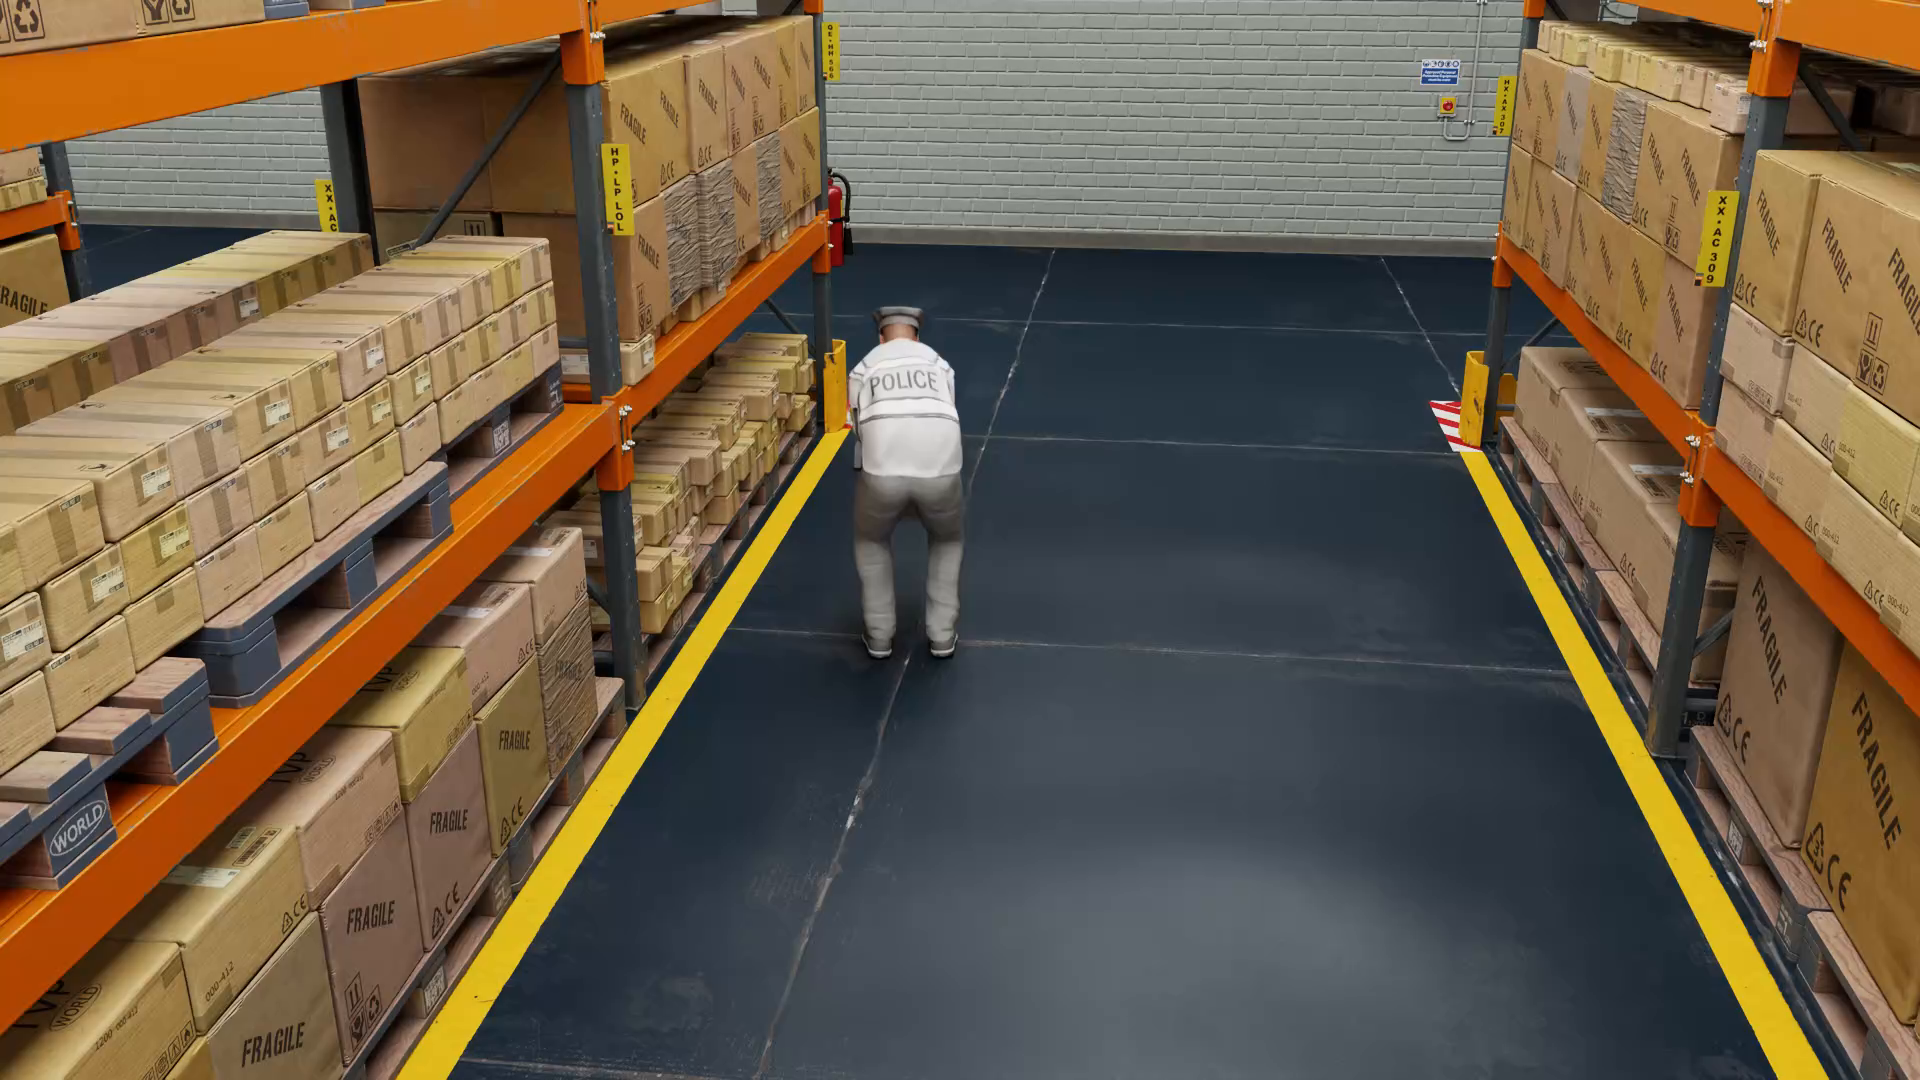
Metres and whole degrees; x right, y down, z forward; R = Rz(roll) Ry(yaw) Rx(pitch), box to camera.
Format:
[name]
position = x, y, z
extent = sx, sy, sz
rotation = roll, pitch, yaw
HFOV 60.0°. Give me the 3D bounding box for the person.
[person]
position = -0.230, -0.262, 7.241
extent = 0.487, 1.408, 0.955
rotation = -1, 21, -3
